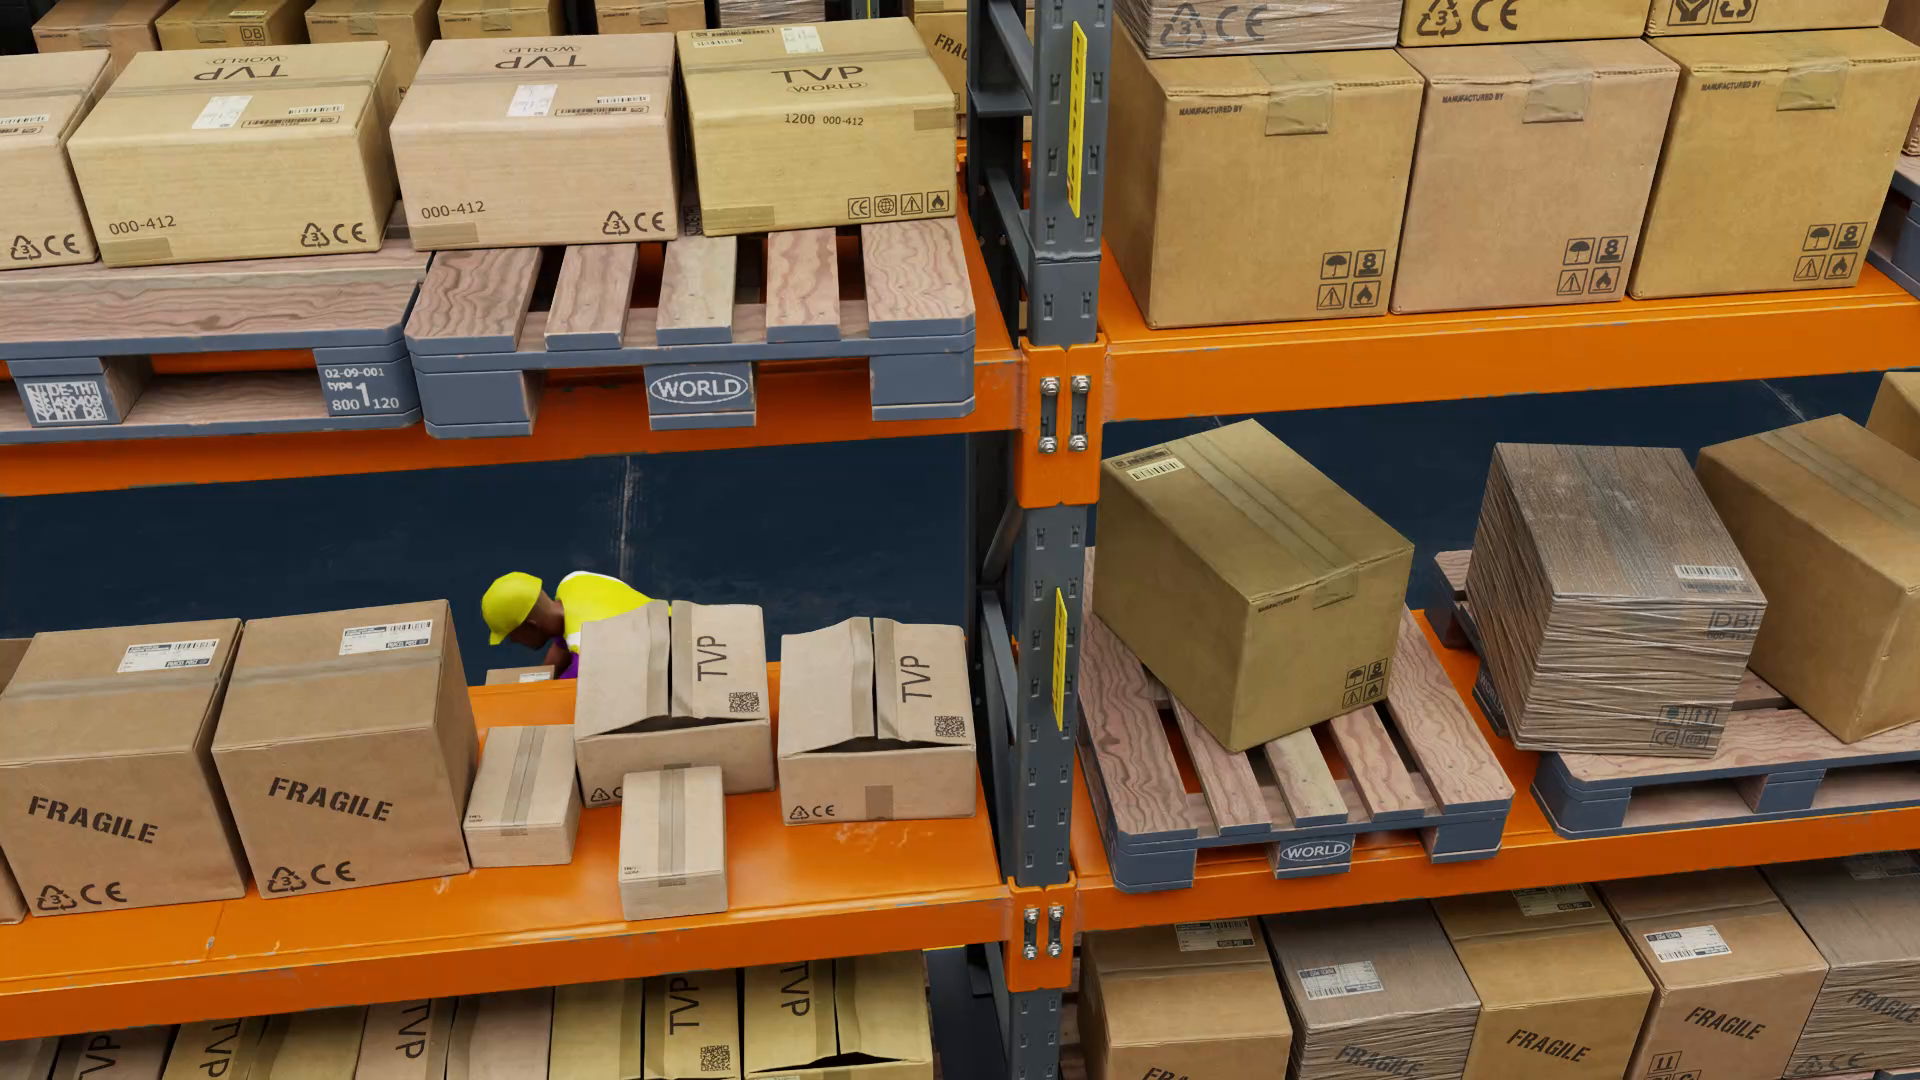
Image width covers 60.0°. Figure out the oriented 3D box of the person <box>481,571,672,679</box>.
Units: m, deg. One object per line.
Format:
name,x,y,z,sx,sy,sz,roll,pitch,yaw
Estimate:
person,-1.296,0.492,6.093,0.862,0.999,0.593,-5,35,-7
